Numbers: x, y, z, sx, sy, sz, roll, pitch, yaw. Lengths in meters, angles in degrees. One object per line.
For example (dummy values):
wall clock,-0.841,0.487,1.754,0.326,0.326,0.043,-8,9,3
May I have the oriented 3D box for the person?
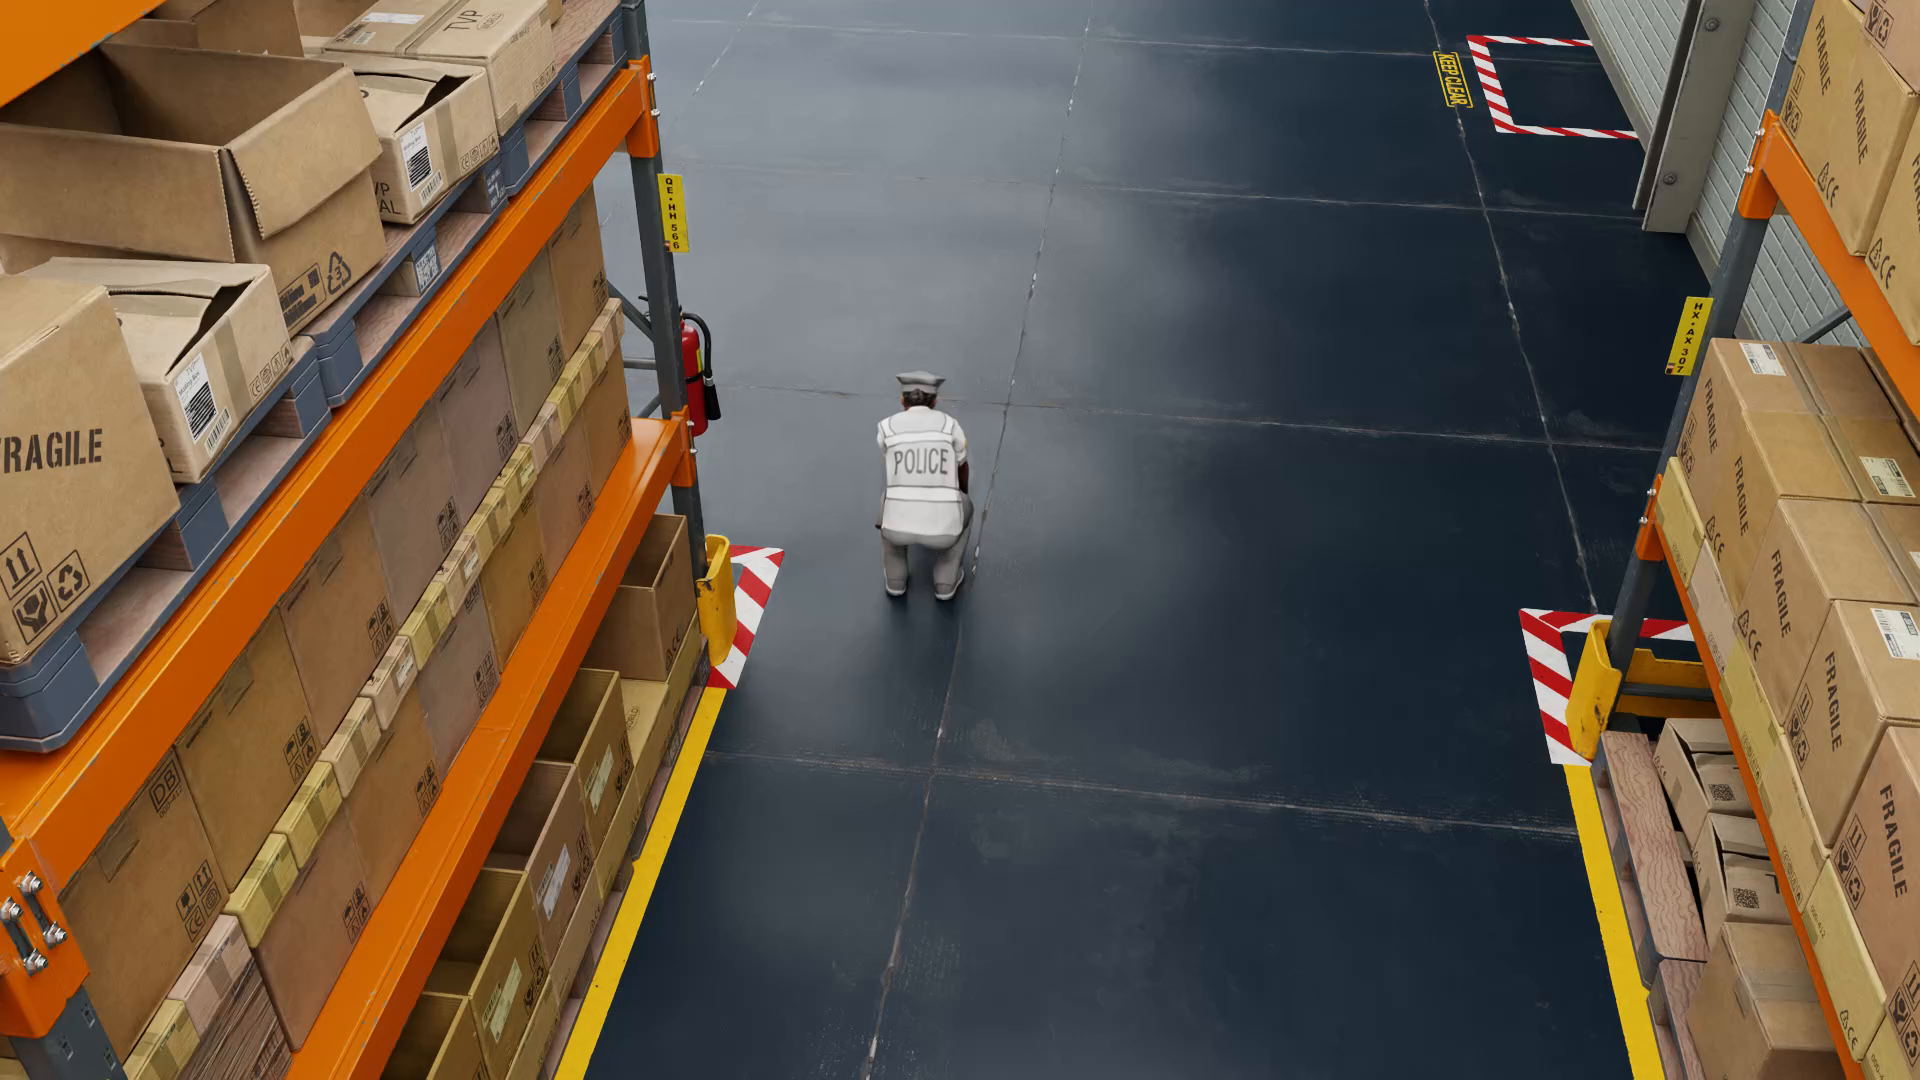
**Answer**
person,-0.170,-0.265,7.990,0.462,0.979,0.860,4,36,5
